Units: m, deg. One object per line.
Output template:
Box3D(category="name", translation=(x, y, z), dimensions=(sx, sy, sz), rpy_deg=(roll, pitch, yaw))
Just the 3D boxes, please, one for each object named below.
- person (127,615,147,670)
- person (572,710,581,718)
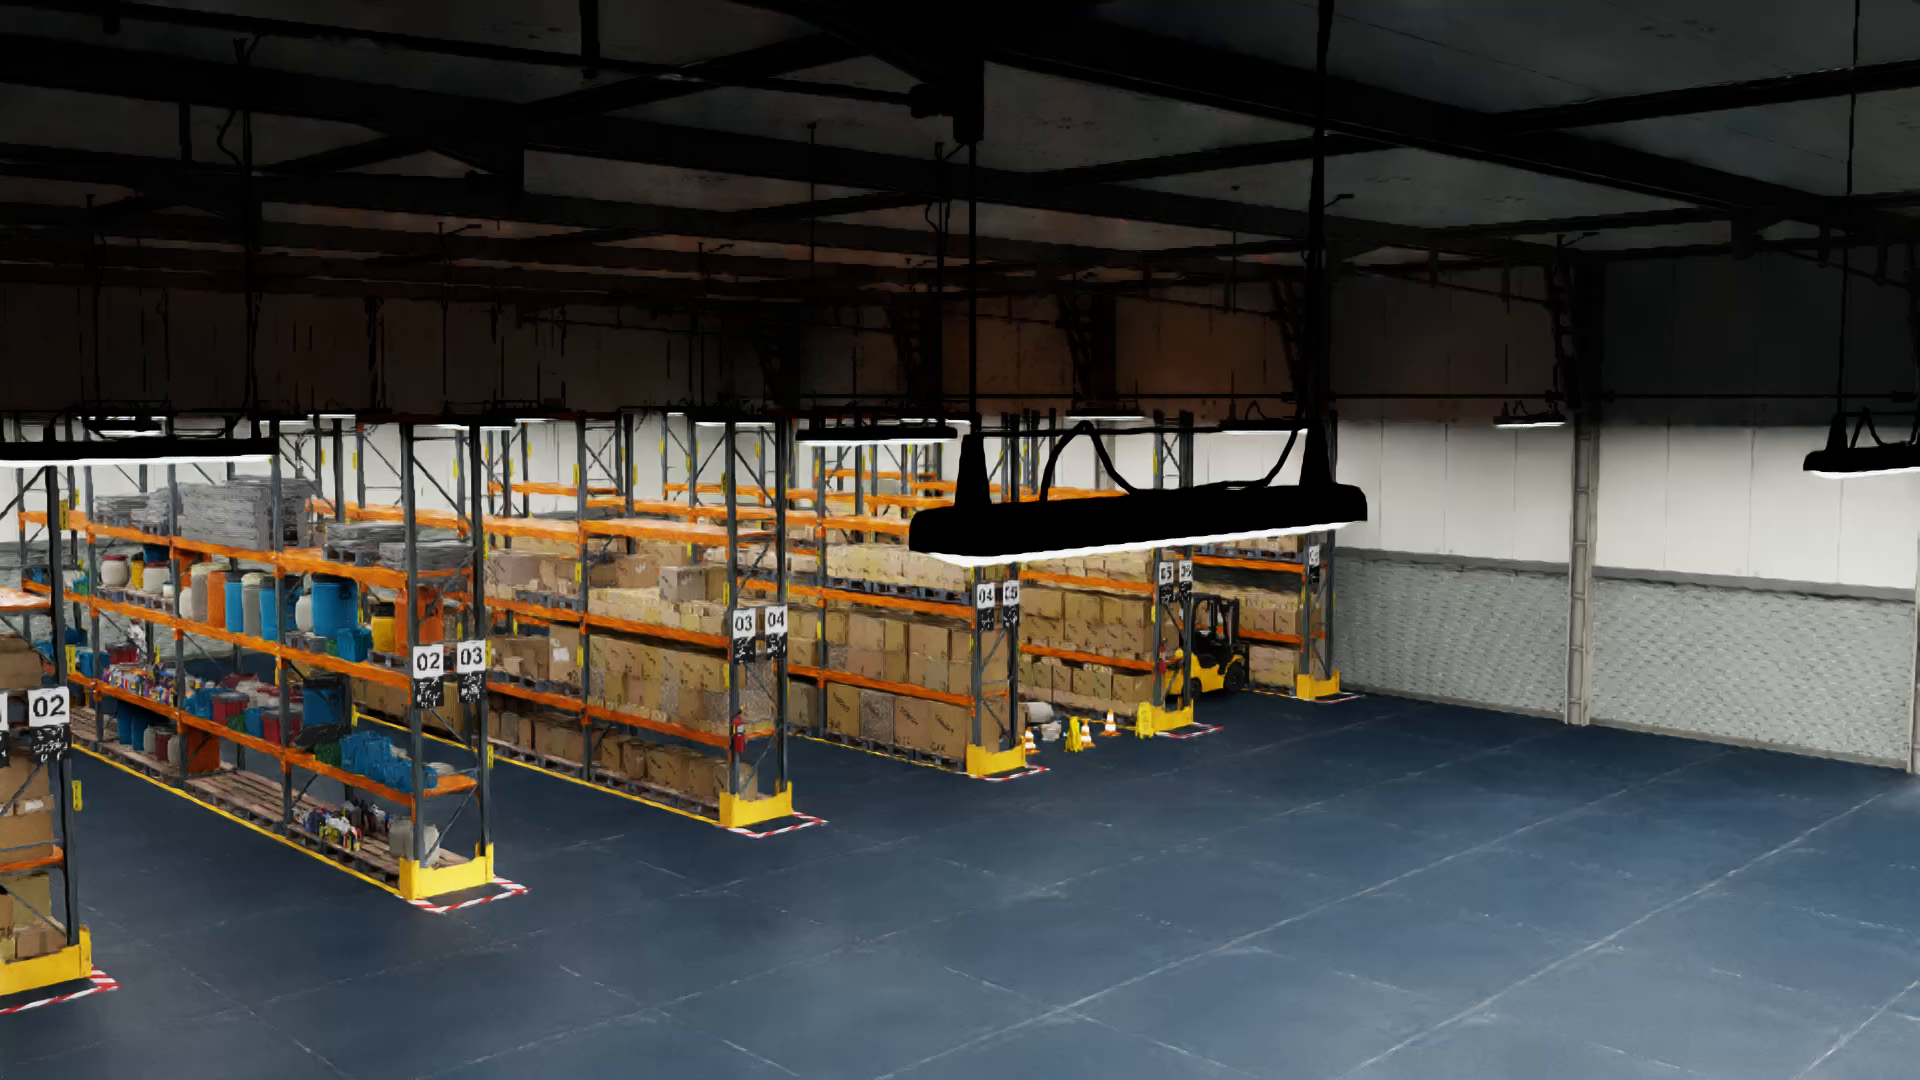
Box3D(category="person", translation=(-17.834, 2.407, 35.740), dimensions=(0.506, 1.663, 0.673), rpy_deg=(0, 5, 1))
Box3D(category="person", translation=(-7.032, 2.798, 30.902), dimensions=(0.551, 1.684, 0.433), rpy_deg=(2, 5, 25))
